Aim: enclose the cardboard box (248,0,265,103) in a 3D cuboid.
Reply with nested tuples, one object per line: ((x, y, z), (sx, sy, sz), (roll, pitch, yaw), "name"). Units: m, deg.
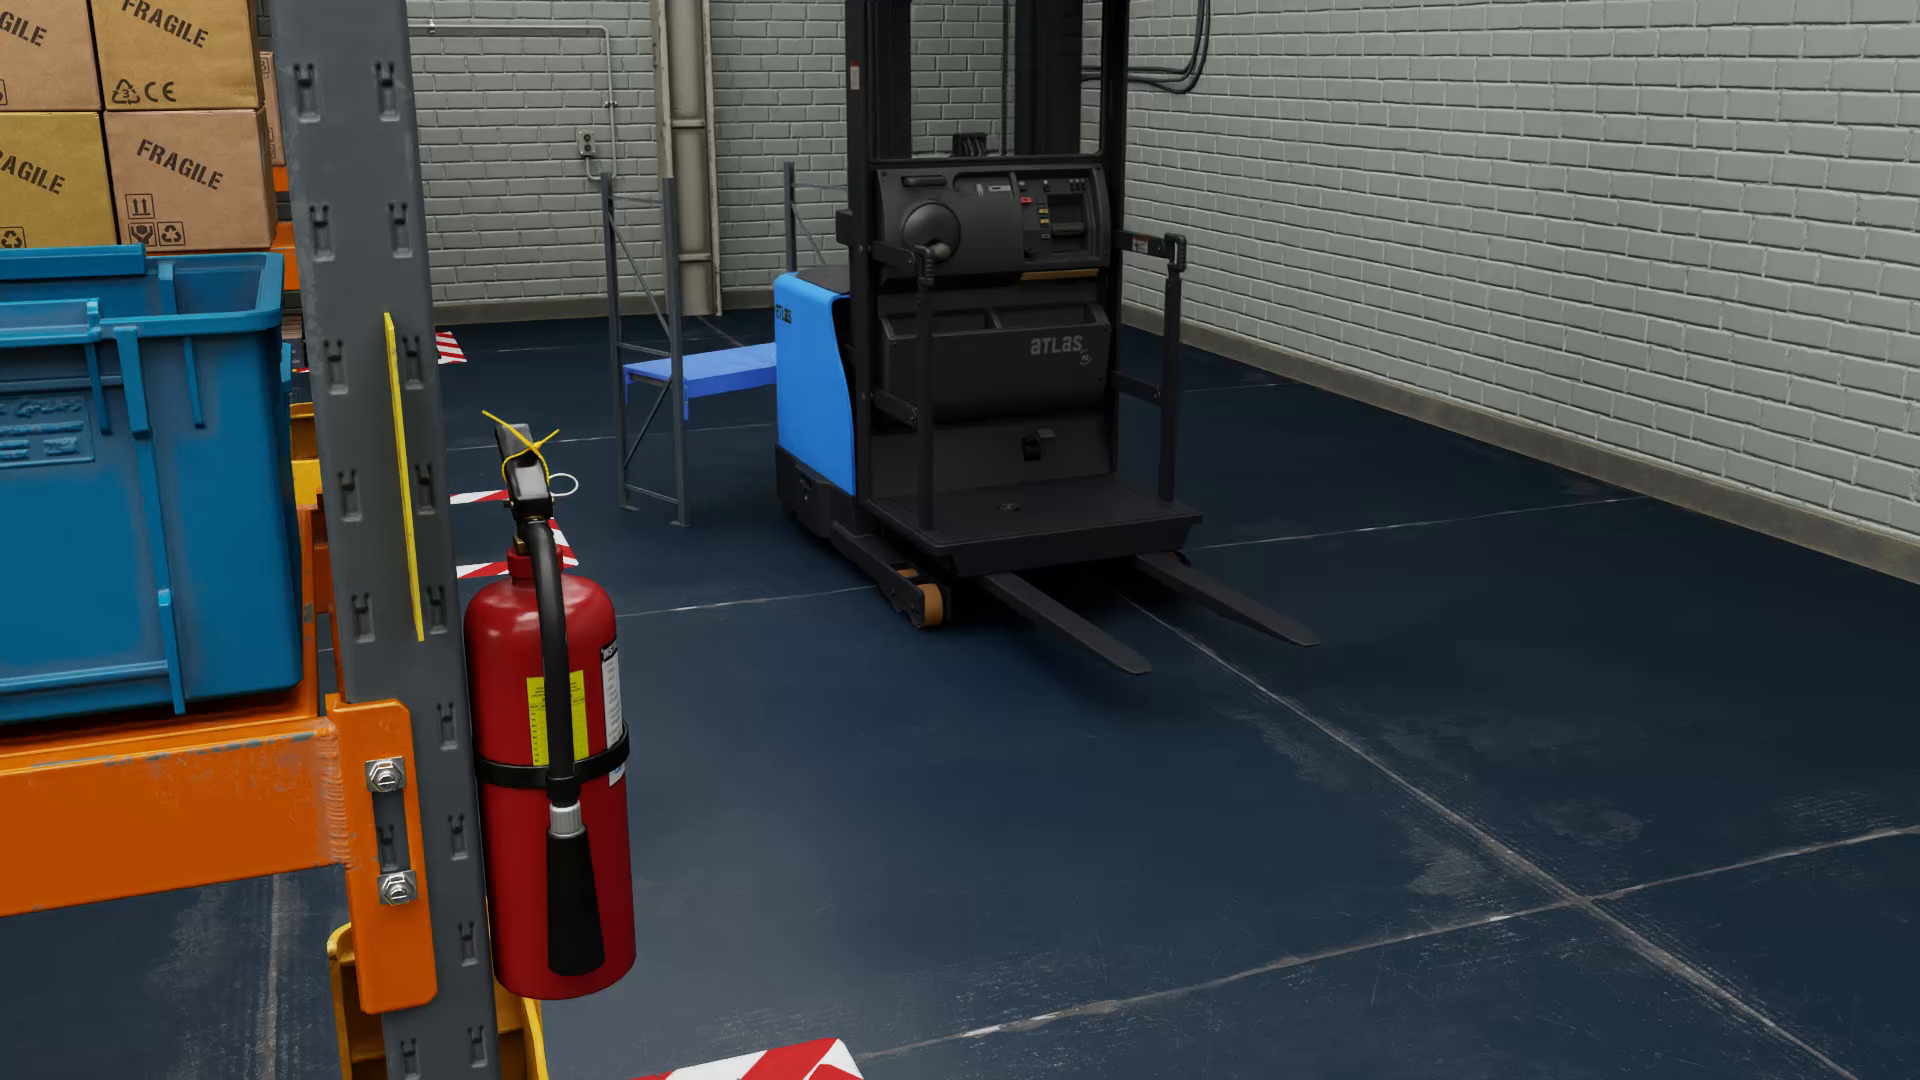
((-3.058, -1.984, 6.579), (0.500, 0.500, 0.500), (-6, 17, -18), "cardboard box")

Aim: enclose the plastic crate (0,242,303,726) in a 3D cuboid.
((-1.026, -0.091, 1.915), (0.499, 0.435, 0.616), (-6, 17, -20), "plastic crate")

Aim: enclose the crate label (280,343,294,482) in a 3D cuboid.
((-1.129, -0.138, 2.436), (0.303, 0.233, 0.416), (-6, 17, -20), "crate label")

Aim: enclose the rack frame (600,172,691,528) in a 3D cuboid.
((-1.368, -0.823, 7.238), (0.500, 1.500, 0.032), (16, 23, 43), "rack frame")

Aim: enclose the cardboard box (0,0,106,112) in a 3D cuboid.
((-3.338, -1.791, 5.922), (0.500, 0.500, 0.500), (-6, 17, -19), "cardboard box")

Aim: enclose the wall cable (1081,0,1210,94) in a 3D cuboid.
((1.084, -4.600, 12.301), (0.112, 2.526, 3.097), (-6, 17, -20), "wall cable")

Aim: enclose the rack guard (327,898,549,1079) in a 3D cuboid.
((-0.763, 1.065, 2.583), (0.348, 0.500, 1.175), (-6, 17, -20), "rack guard")

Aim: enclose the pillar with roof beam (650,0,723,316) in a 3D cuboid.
((-0.573, -4.980, 8.087), (0.400, 9.000, 9.100), (-6, 17, -20), "pillar with roof beam")

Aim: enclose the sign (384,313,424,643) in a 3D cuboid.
((-0.569, -0.063, 1.701), (0.005, 0.325, 0.100), (-6, 17, -20), "sign")

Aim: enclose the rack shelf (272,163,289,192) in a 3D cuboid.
((-6.193, -2.188, 10.502), (4.000, 0.370, 1.077), (-6, 17, -20), "rack shelf")

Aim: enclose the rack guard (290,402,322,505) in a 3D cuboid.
((-2.621, -0.225, 6.976), (0.348, 0.500, 1.175), (-6, 17, -20), "rack guard")

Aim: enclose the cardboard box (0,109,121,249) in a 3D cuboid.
((-3.354, -1.310, 6.057), (0.500, 0.500, 0.500), (-6, 17, -20), "cardboard box")

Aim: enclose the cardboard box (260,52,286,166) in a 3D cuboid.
((-4.798, -2.825, 10.861), (0.700, 0.700, 0.980), (-5, 17, -18), "cardboard box")

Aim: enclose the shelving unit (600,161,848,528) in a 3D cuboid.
((-1.009, -0.924, 7.583), (0.538, 1.500, 1.048), (16, 23, 43), "shelving unit")

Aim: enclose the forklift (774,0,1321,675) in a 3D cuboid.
((0.223, -1.223, 6.060), (1.130, 2.935, 3.031), (-7, 18, -23), "forklift")

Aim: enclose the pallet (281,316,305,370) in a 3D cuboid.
((-5.044, -1.296, 11.135), (1.213, 0.211, 1.003), (-6, 17, -20), "pallet")

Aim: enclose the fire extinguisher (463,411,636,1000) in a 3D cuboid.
((-0.477, 0.192, 1.919), (0.183, 0.674, 0.296), (-6, 17, -20), "fire extinguisher")

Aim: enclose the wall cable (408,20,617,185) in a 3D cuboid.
((-3.468, -3.600, 12.231), (1.851, 1.984, 0.084), (-6, 17, -20), "wall cable")

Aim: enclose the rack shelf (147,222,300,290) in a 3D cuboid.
((-4.417, -0.885, 6.065), (4.000, 0.370, 1.077), (-6, 17, -20), "rack shelf")

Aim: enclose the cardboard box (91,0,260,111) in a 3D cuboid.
((-2.867, -1.842, 6.096), (0.500, 0.500, 0.500), (-6, 18, -21), "cardboard box")

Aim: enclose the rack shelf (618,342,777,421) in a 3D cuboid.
((-1.009, -0.752, 7.634), (0.538, 0.185, 1.000), (16, 23, 43), "rack shelf")

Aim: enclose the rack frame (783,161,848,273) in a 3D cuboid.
((-0.650, -1.026, 7.929), (0.500, 1.500, 0.032), (16, 23, 43), "rack frame")

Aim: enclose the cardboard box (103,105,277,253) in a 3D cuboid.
((-2.870, -1.363, 6.238), (0.500, 0.500, 0.500), (-6, 17, -18), "cardboard box")

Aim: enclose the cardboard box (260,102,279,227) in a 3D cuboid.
((-3.058, -1.504, 6.720), (0.500, 0.500, 0.500), (-6, 17, -19), "cardboard box")

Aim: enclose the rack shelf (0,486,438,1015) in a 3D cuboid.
((-2.648, 0.419, 1.626), (4.000, 0.370, 1.077), (-6, 17, -20), "rack shelf")
